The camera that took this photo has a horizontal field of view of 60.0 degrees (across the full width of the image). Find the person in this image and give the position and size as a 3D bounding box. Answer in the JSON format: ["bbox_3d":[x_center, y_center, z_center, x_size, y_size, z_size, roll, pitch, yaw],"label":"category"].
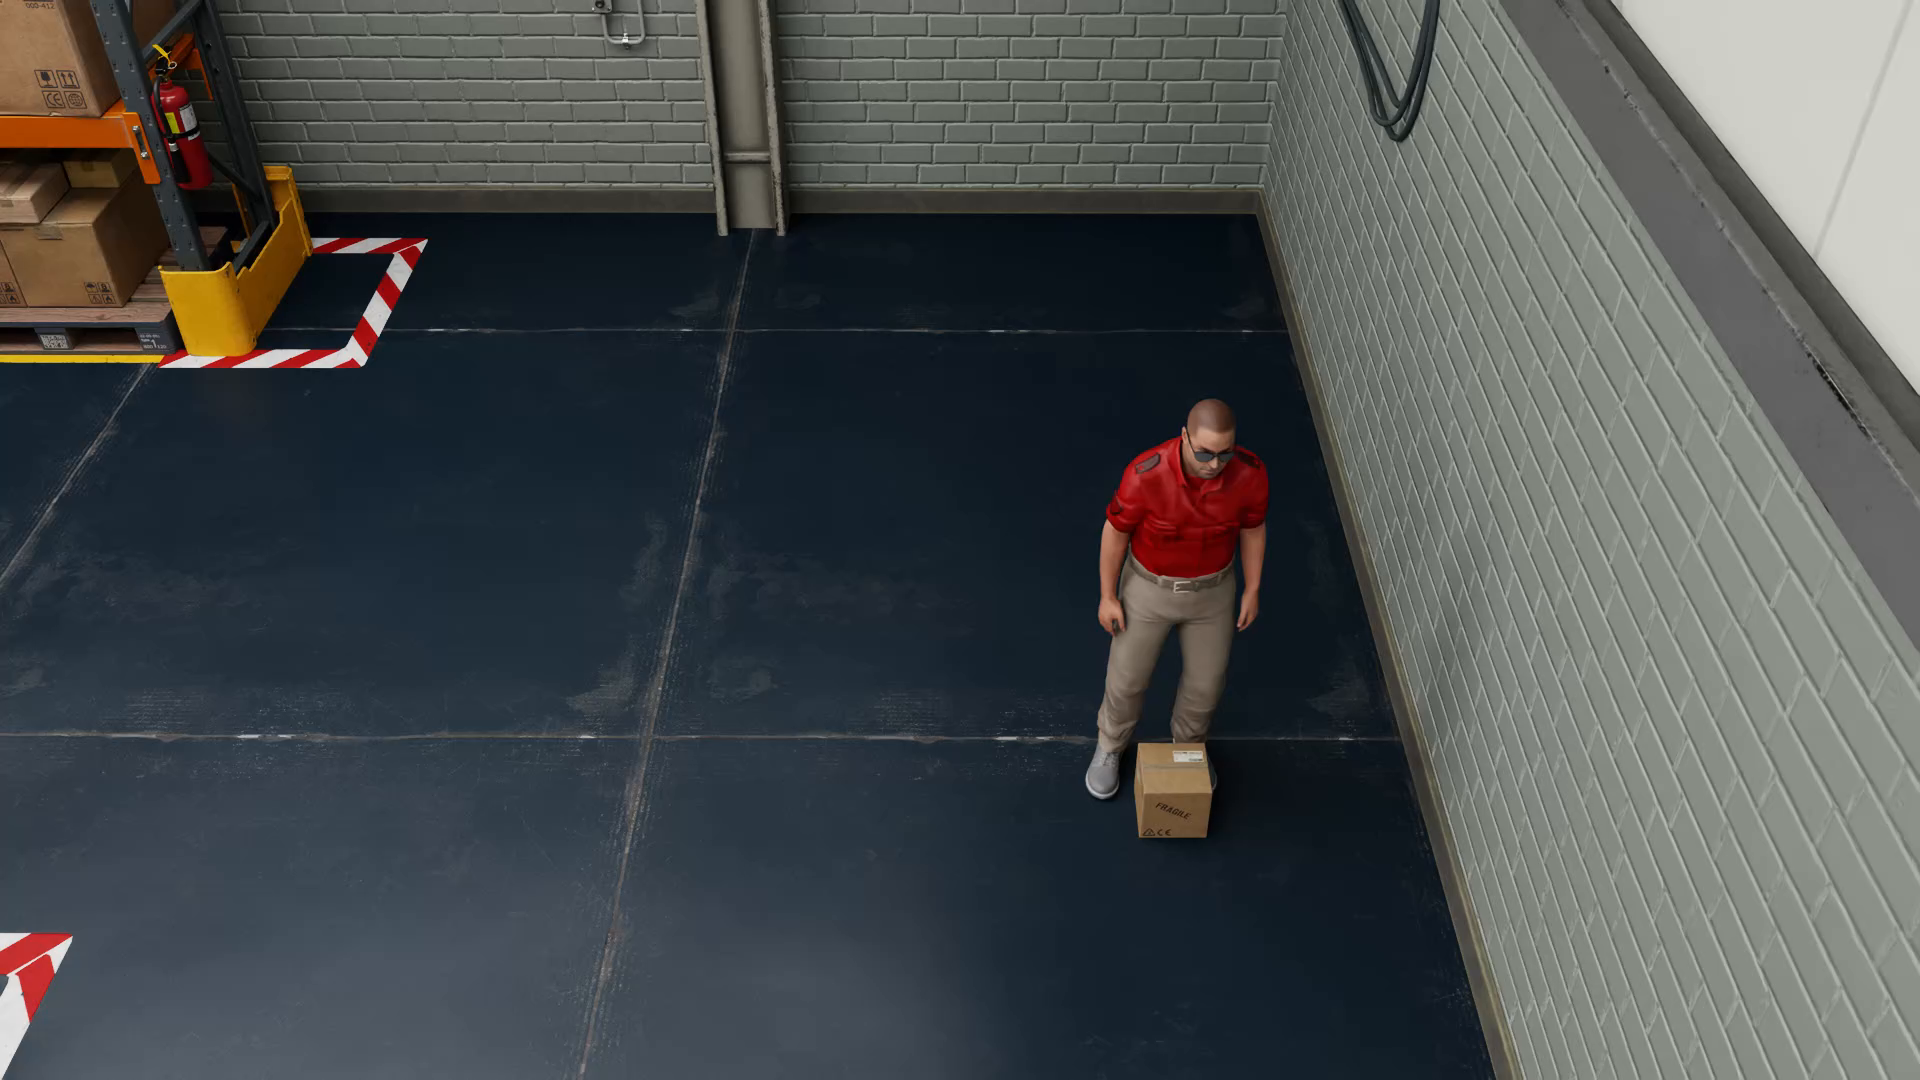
[{"bbox_3d":[0.777,0.199,5.924,0.604,1.726,0.396,-2,39,-3],"label":"person"}]
